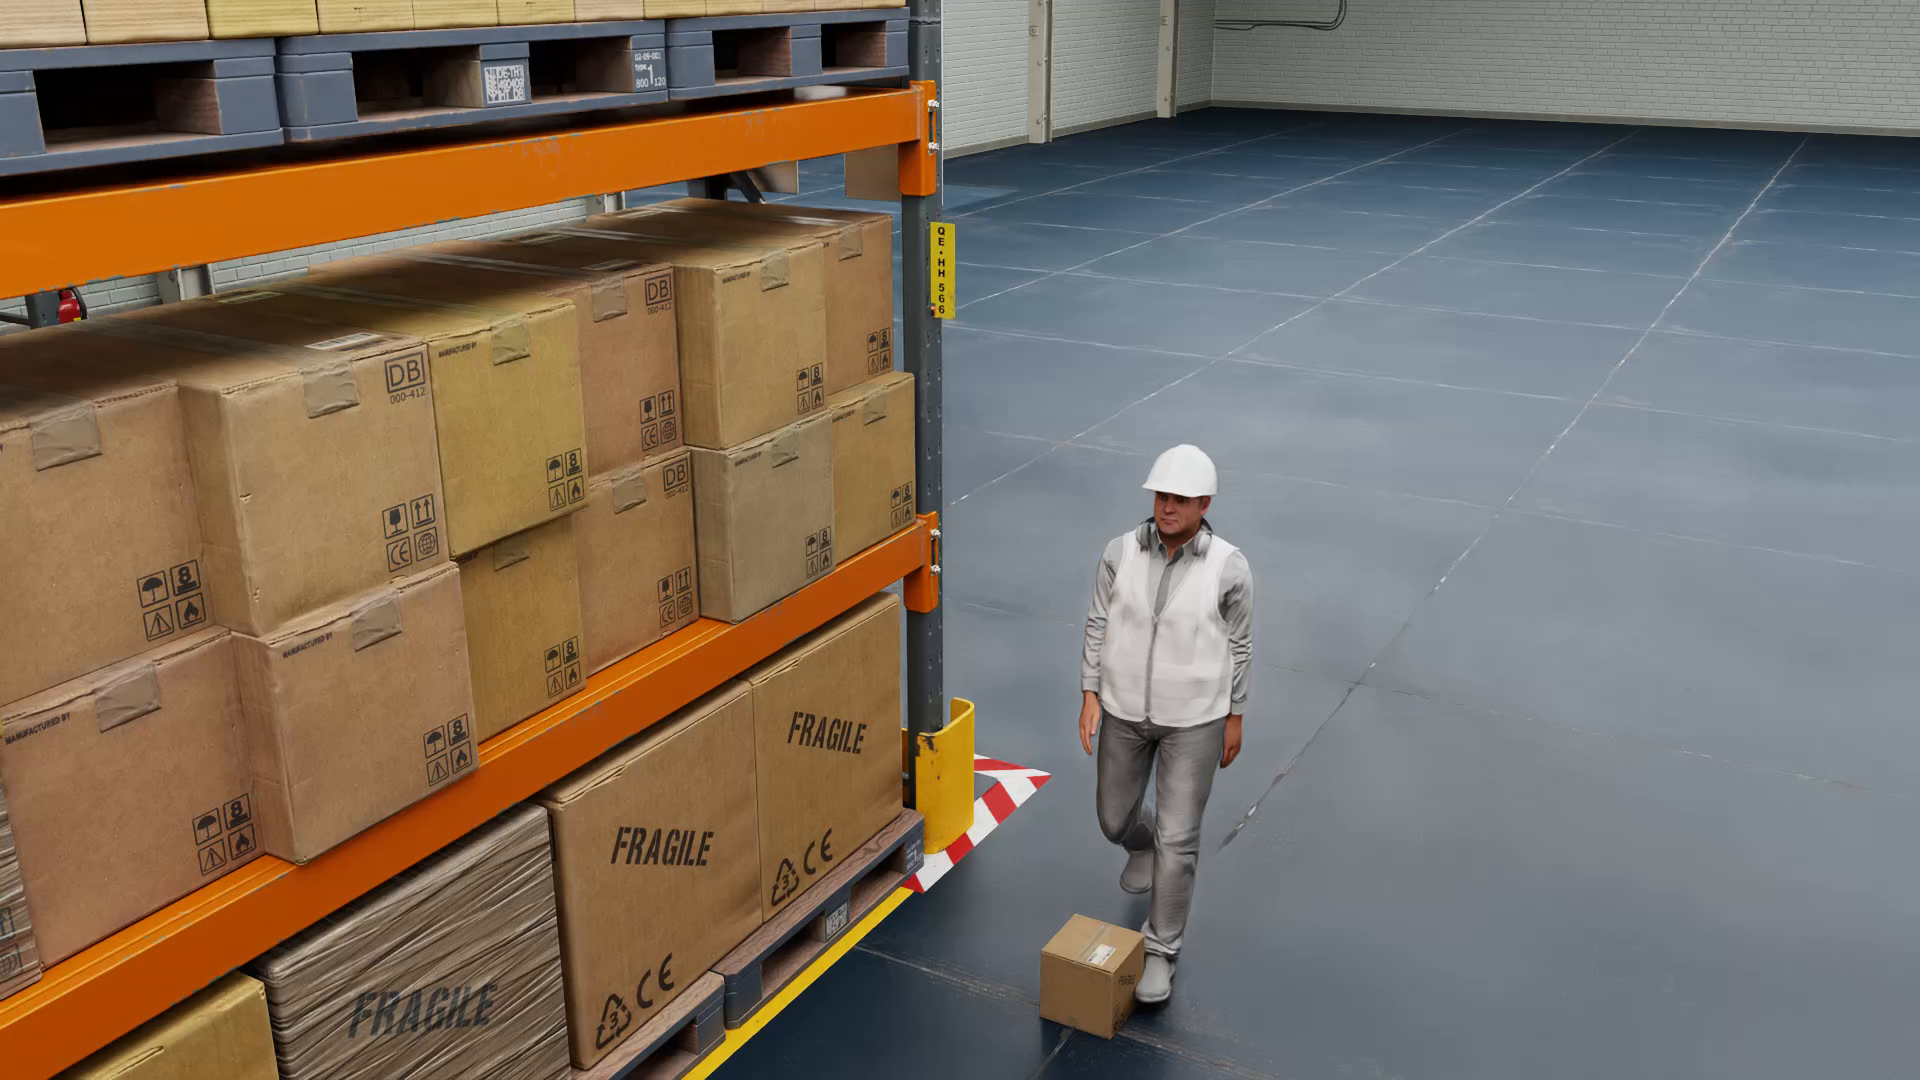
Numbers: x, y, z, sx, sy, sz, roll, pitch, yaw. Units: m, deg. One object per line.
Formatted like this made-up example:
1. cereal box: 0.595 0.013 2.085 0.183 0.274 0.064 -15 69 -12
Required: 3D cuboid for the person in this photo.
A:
1. person: 0.645 0.561 5.451 0.547 1.749 0.839 8 21 22
